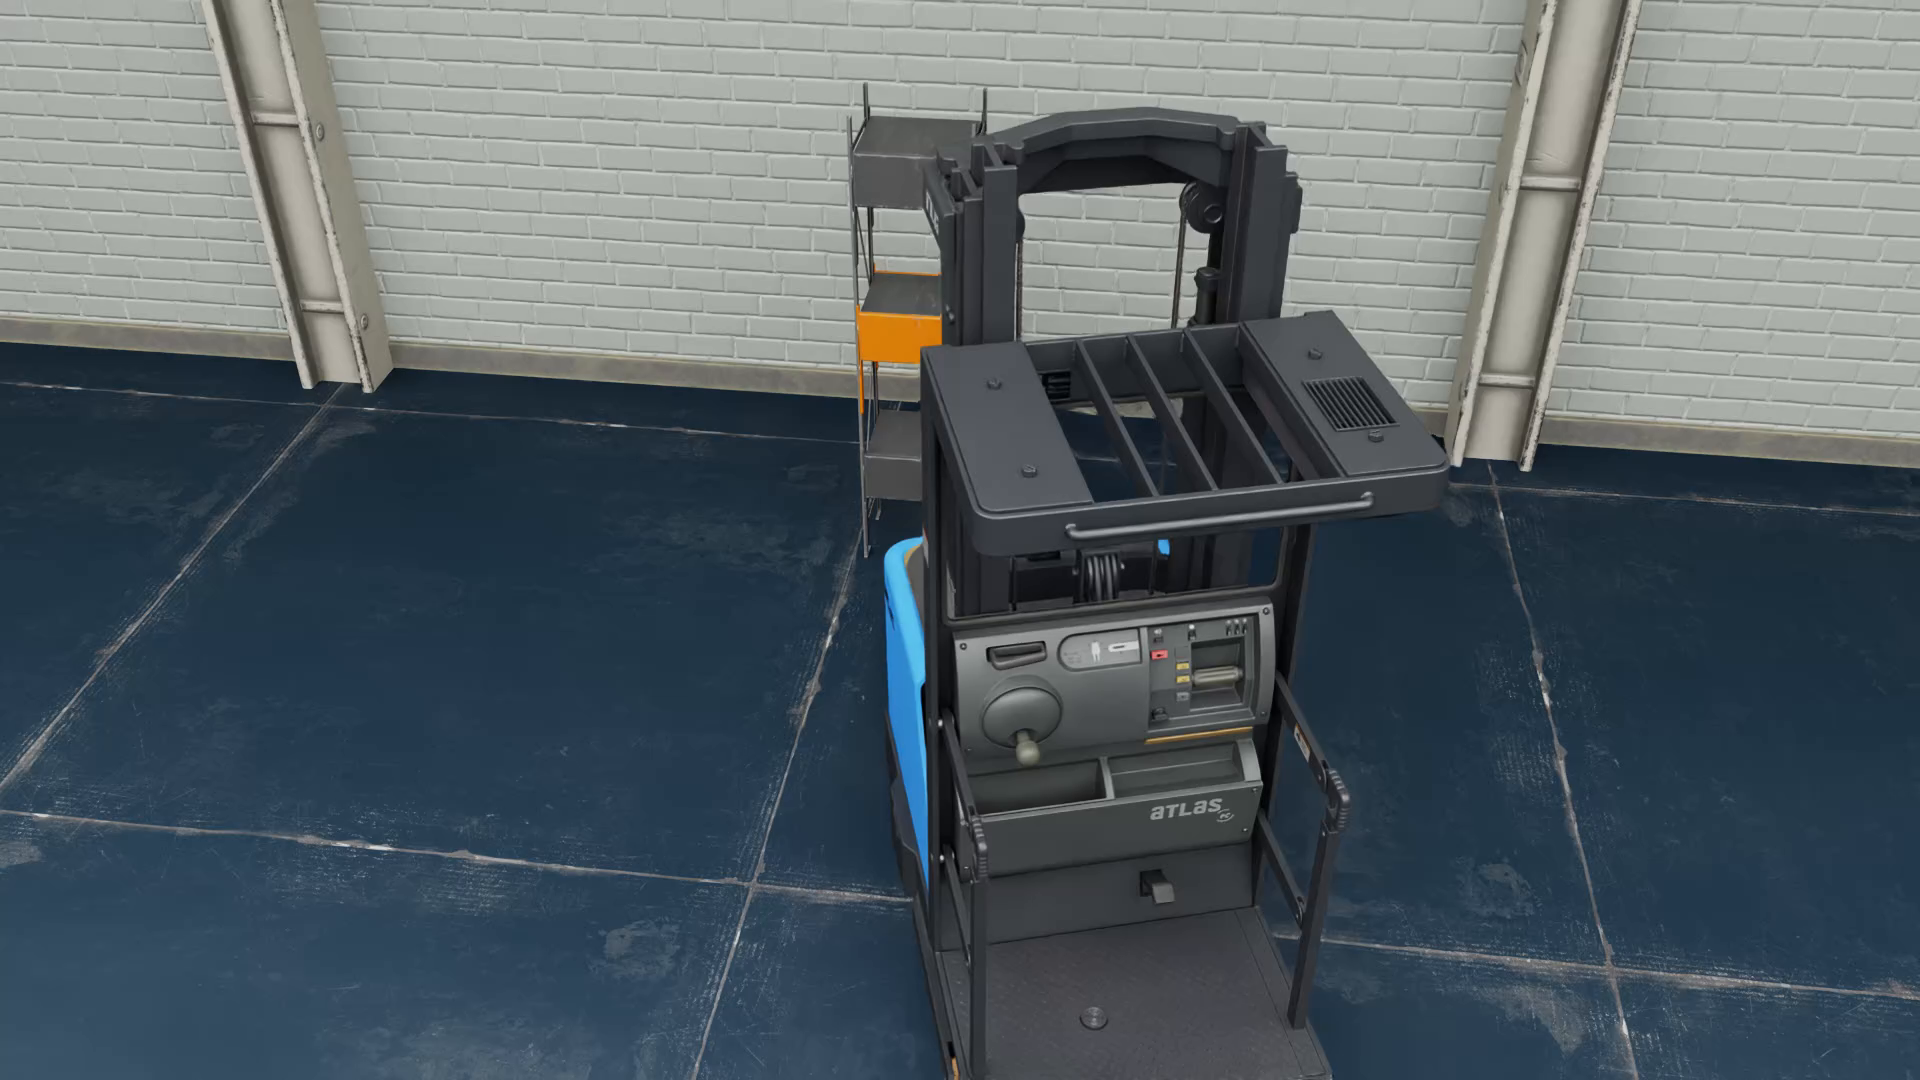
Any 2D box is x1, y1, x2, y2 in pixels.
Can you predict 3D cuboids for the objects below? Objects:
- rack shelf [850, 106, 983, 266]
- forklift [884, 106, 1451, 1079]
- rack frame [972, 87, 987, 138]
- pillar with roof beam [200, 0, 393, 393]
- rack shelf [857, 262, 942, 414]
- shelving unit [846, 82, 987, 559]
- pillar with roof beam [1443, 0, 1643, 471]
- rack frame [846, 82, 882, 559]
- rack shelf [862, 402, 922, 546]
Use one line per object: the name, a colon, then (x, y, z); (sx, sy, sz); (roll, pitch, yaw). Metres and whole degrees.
rack shelf: (-0.164, -1.426, 6.758); (0.480, 0.518, 0.431); (4, 36, 6)
forklift: (0.488, 0.471, 4.567); (1.130, 2.935, 3.031); (-6, 36, -8)
rack frame: (0.078, -0.849, 7.132); (0.015, 2.100, 0.400); (4, 36, 6)
pillar with roof beam: (-3.850, -2.069, 2.903); (0.400, 9.000, 9.100); (4, 36, 6)
rack shelf: (-0.164, -0.856, 7.165); (0.480, 0.518, 0.431); (4, 36, 6)
shelving unit: (-0.164, -0.867, 7.157); (0.503, 2.100, 0.431); (4, 36, 6)
pillar with roof beam: (2.101, -1.625, 2.281); (0.400, 9.000, 9.100); (4, 36, 6)
rack frame: (-0.406, -0.885, 7.182); (0.015, 2.100, 0.400); (4, 36, 6)
rack shelf: (-0.164, -0.286, 7.572); (0.480, 0.518, 0.431); (4, 36, 6)
